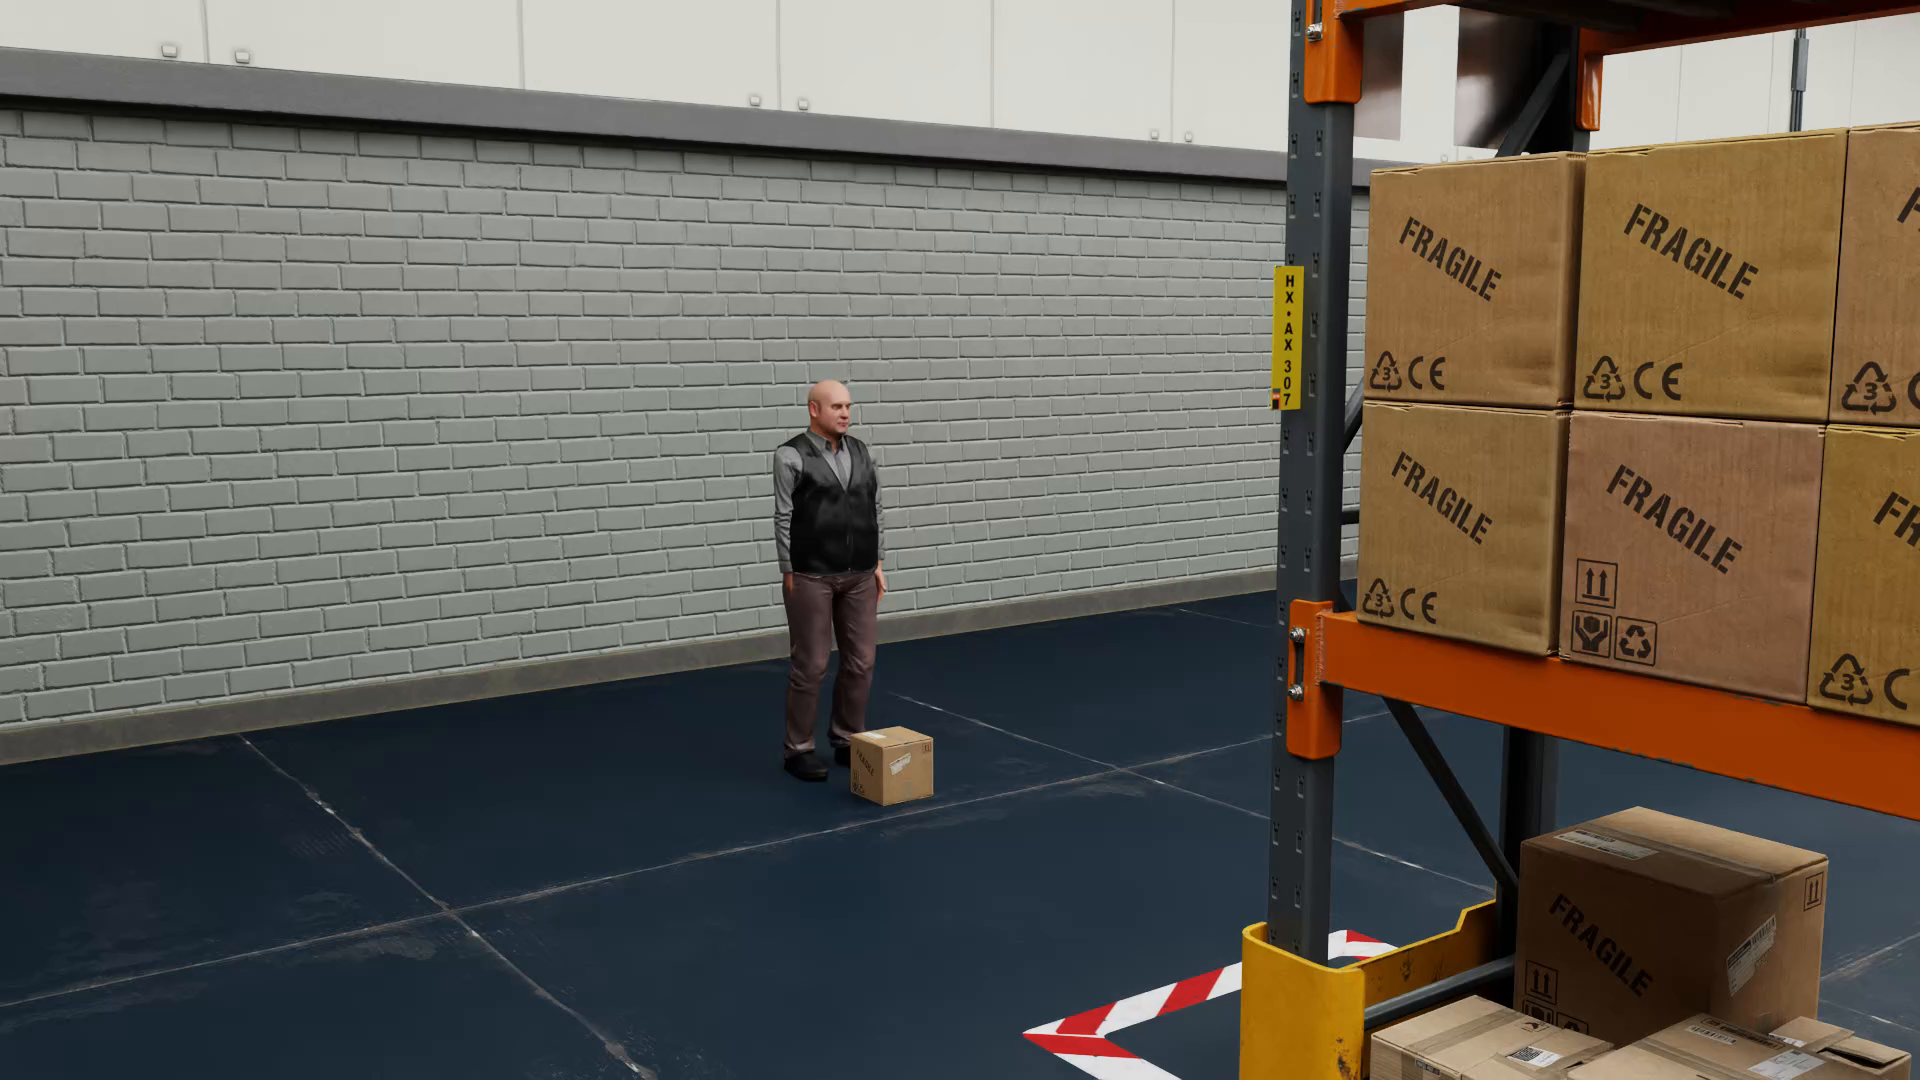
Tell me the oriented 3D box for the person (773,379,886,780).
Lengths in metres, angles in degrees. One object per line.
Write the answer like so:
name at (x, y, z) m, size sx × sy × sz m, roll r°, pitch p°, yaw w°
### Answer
person at (-0.550, 0.162, 7.232) m, size 0.533 × 1.713 × 0.359 m, roll -5°, pitch 9°, yaw -35°
